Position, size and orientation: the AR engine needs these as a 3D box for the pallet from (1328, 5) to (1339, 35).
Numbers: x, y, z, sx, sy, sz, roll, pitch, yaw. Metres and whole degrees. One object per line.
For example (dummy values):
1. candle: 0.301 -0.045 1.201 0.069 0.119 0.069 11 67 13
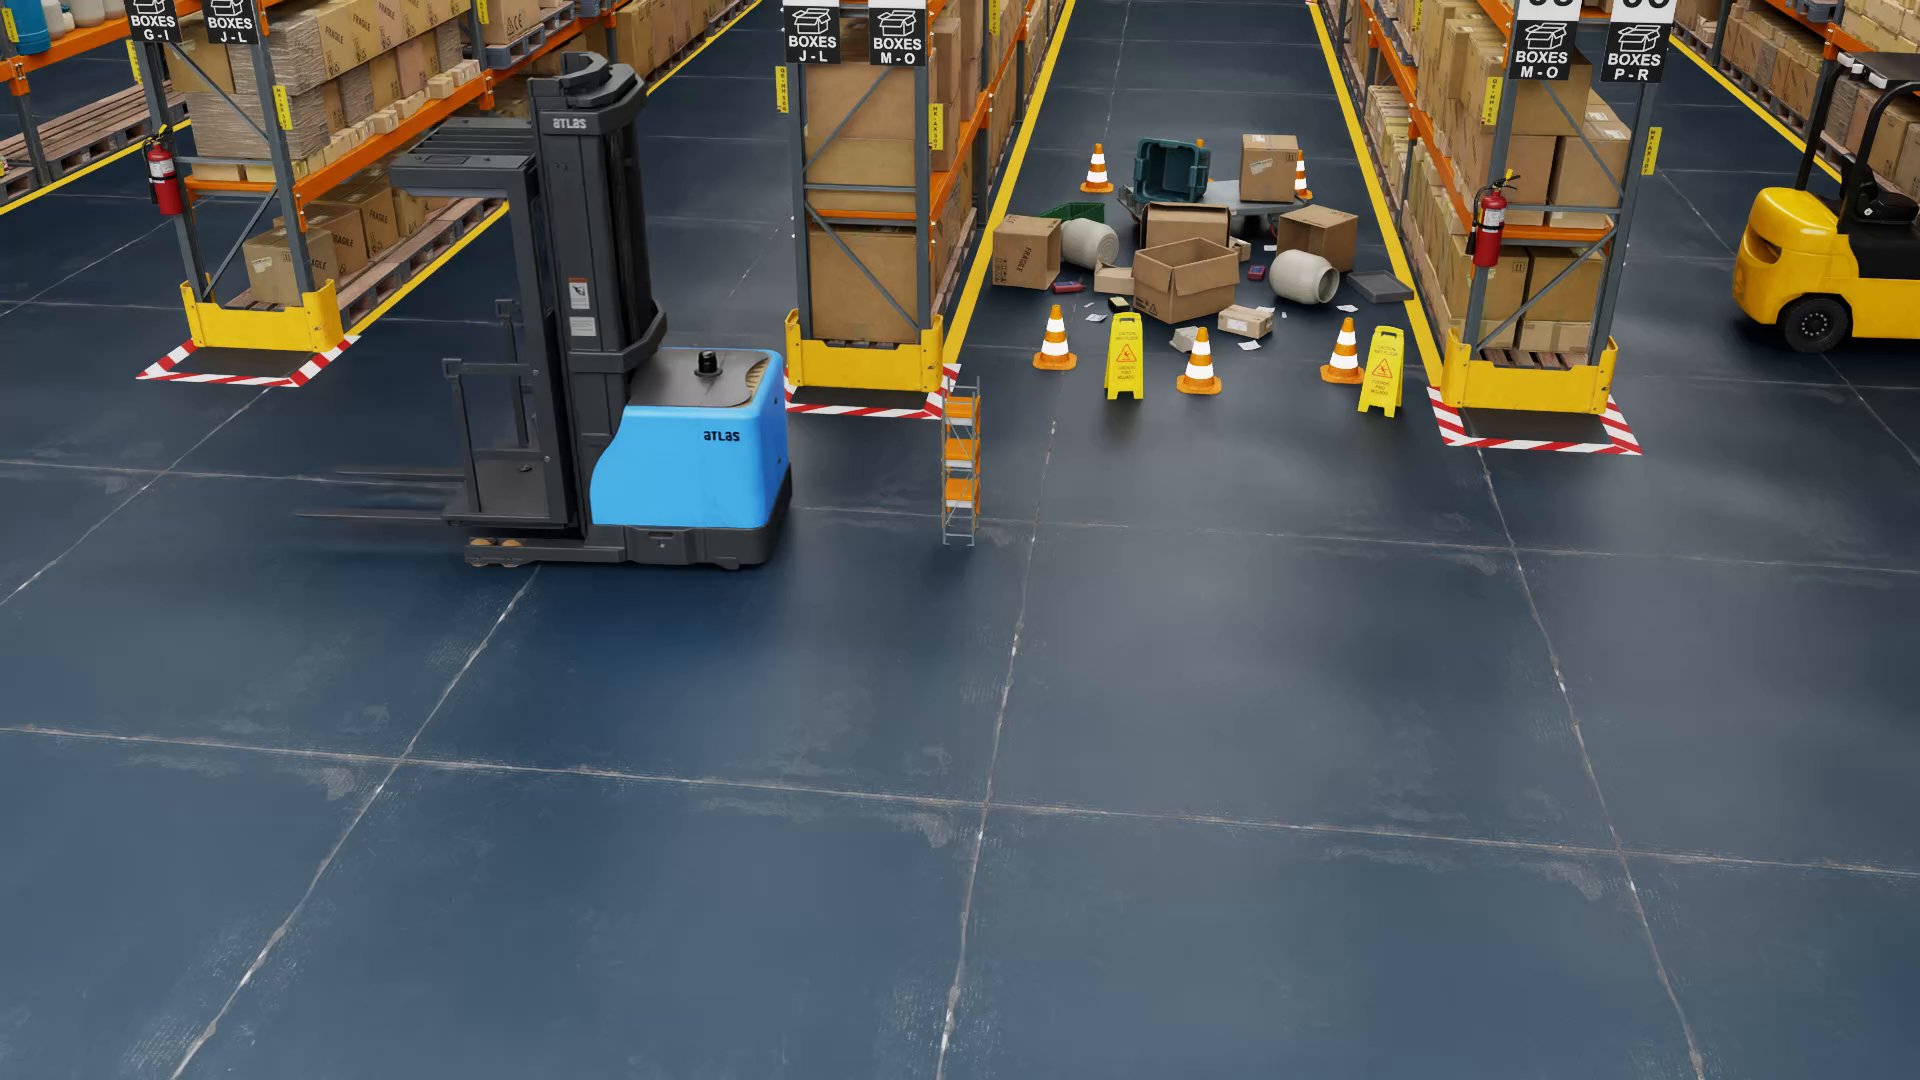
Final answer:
1. pallet: 5.990 -7.674 24.564 1.003 0.211 1.213 3 28 6

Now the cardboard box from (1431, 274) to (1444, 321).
1. cardboard box: 4.105 -1.938 13.433 0.500 0.250 0.500 3 29 6

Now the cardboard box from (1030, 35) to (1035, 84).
1. cardboard box: 0.655 -5.969 20.652 0.500 0.500 0.500 4 29 7

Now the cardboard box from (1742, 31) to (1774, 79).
1. cardboard box: 10.196 -6.070 20.839 0.500 0.500 0.500 3 28 5

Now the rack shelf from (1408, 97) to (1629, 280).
1. rack shelf: 4.447 -2.949 13.611 1.077 0.370 4.000 3 28 6

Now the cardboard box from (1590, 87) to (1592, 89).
1. cardboard box: 4.711 -3.430 13.326 0.500 0.500 0.500 3 28 5

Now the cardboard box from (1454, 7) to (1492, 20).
1. cardboard box: 4.277 -3.903 13.151 0.700 0.500 0.500 3 28 6

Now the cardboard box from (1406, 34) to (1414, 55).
1. cardboard box: 4.527 -4.786 16.085 0.380 0.149 0.250 3 28 5

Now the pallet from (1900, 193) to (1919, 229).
1. pallet: 9.671 -3.042 15.965 1.003 0.211 1.213 3 28 6

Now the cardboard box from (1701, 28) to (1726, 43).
1. cardboard box: 10.376 -6.895 22.741 0.380 0.149 0.250 3 28 5

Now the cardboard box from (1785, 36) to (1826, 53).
1. cardboard box: 10.104 -5.911 19.860 0.380 0.149 0.250 3 28 5

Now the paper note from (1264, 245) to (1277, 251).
1. paper note: 2.934 -2.749 15.613 0.148 0.019 0.142 3 28 6

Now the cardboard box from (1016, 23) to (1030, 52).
1. cardboard box: 0.582 -6.055 20.020 0.500 0.250 0.500 2 28 4

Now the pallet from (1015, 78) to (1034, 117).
1. pallet: 0.354 -5.470 20.473 1.003 0.211 1.213 3 28 6

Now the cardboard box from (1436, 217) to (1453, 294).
1. cardboard box: 4.102 -2.267 13.252 0.500 0.500 0.500 4 29 8

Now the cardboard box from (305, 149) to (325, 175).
1. cardboard box: -5.312 -3.026 13.261 0.380 0.149 0.250 3 28 6

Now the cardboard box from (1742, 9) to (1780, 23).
1. cardboard box: 10.334 -6.768 21.450 0.380 0.149 0.250 3 28 5

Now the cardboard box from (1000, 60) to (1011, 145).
1. cardboard box: -0.010 -4.831 18.276 1.050 0.750 0.750 4 29 7

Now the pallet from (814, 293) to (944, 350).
1. pallet: -0.703 -1.717 13.507 1.003 0.211 1.213 3 28 6

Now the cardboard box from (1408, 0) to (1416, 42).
1. cardboard box: 4.581 -5.031 15.856 0.500 0.500 0.500 4 29 6

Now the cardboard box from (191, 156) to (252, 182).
1. cardboard box: -5.803 -2.935 13.093 0.380 0.149 0.250 3 28 6

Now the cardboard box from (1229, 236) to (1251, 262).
1. cardboard box: 2.462 -2.744 15.356 0.258 0.266 0.396 -17 33 -29

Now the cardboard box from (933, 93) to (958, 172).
1. cardboard box: -0.483 -3.324 13.391 0.875 0.550 0.550 3 28 6

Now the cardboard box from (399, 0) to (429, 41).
1. cardboard box: -5.047 -4.699 14.629 0.500 0.500 0.500 3 28 6

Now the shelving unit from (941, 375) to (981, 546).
1. shelving unit: 0.007 -0.487 10.340 0.215 1.050 0.252 3 28 6

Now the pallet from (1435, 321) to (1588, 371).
1. pallet: 4.346 -1.512 13.127 1.003 0.211 1.213 3 28 6

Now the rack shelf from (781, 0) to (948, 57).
1. rack shelf: -0.478 -4.509 13.345 1.077 0.370 4.000 3 28 6

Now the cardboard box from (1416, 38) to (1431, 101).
1. cardboard box: 4.362 -4.191 14.739 0.500 0.500 0.500 3 28 6

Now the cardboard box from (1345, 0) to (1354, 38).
1. cardboard box: 5.856 -7.319 23.223 0.875 0.438 0.875 3 28 5

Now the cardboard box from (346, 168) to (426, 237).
1. cardboard box: -5.293 -3.114 15.353 0.500 0.500 0.500 1 28 2

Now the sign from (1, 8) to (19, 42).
1. sign: -9.514 -5.155 16.657 0.100 0.325 0.005 3 28 6

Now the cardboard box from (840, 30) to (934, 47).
1. cardboard box: -0.663 -3.542 12.658 0.875 0.550 0.550 3 28 6

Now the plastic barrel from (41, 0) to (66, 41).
1. plastic barrel: -9.724 -5.568 17.571 0.433 0.535 0.433 0 28 0

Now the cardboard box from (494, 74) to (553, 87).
1. cardboard box: -4.833 -4.913 18.671 0.700 0.500 0.500 6 29 10

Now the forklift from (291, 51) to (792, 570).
1. forklift: -2.642 -1.369 9.993 3.031 2.935 1.130 2 28 3

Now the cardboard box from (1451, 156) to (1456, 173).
1. cardboard box: 4.123 -3.008 13.228 0.380 0.149 0.250 3 28 6

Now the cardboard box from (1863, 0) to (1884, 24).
1. cardboard box: 9.750 -5.527 17.269 0.500 0.250 0.500 4 29 8

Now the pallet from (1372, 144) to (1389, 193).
1. pallet: 4.933 -3.922 17.599 1.003 0.211 1.213 3 28 6

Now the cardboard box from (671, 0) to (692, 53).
1. cardboard box: -4.330 -7.075 22.309 1.225 0.875 0.875 2 28 4

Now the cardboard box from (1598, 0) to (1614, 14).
1. cardboard box: 4.565 -3.671 11.296 0.380 0.149 0.250 3 28 6

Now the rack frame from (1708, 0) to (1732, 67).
1. rack frame: 10.599 -7.686 21.646 1.000 3.000 0.127 3 28 6

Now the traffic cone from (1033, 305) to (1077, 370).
1. traffic cone: 0.751 -1.615 13.051 0.336 0.463 0.334 3 28 6

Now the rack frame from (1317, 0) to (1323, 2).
1. rack frame: 6.163 -9.855 25.673 1.000 3.000 0.127 3 28 6

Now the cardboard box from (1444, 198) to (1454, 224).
1. cardboard box: 4.054 -2.601 13.189 0.380 0.149 0.250 4 29 7

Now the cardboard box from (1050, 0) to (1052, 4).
1. cardboard box: 1.138 -7.922 24.333 0.380 0.149 0.250 5 29 9

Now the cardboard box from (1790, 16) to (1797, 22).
1. cardboard box: 10.792 -6.627 21.189 0.380 0.149 0.250 4 29 7

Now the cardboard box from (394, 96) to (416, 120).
1. cardboard box: -5.076 -3.849 14.788 0.380 0.149 0.250 3 28 6

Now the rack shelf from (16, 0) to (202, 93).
1. rack shelf: -9.814 -5.695 18.709 1.077 0.370 4.000 3 28 6

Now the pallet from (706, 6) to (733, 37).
1. pallet: -3.992 -7.674 24.564 1.003 0.211 1.213 3 28 6

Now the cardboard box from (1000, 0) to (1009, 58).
1. cardboard box: 0.224 -5.196 16.918 0.500 0.500 0.500 3 28 6

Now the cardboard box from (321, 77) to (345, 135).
1. cardboard box: -5.596 -3.574 13.595 0.875 0.500 0.500 3 28 6

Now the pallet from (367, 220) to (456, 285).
1. pallet: -5.337 -2.661 15.259 1.003 0.211 1.213 3 28 6

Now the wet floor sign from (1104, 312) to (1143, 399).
1. wet floor sign: 1.239 -1.399 12.458 0.267 0.644 0.232 -1 28 -3

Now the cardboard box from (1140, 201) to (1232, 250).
1. cardboard box: 2.011 -2.699 14.879 0.797 0.637 0.503 3 28 6

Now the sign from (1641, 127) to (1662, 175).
1. sign: 4.741 -2.674 11.429 0.100 0.325 0.005 3 28 6

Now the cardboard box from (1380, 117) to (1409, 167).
1. cardboard box: 4.922 -4.148 17.406 0.950 0.372 0.625 4 29 8
